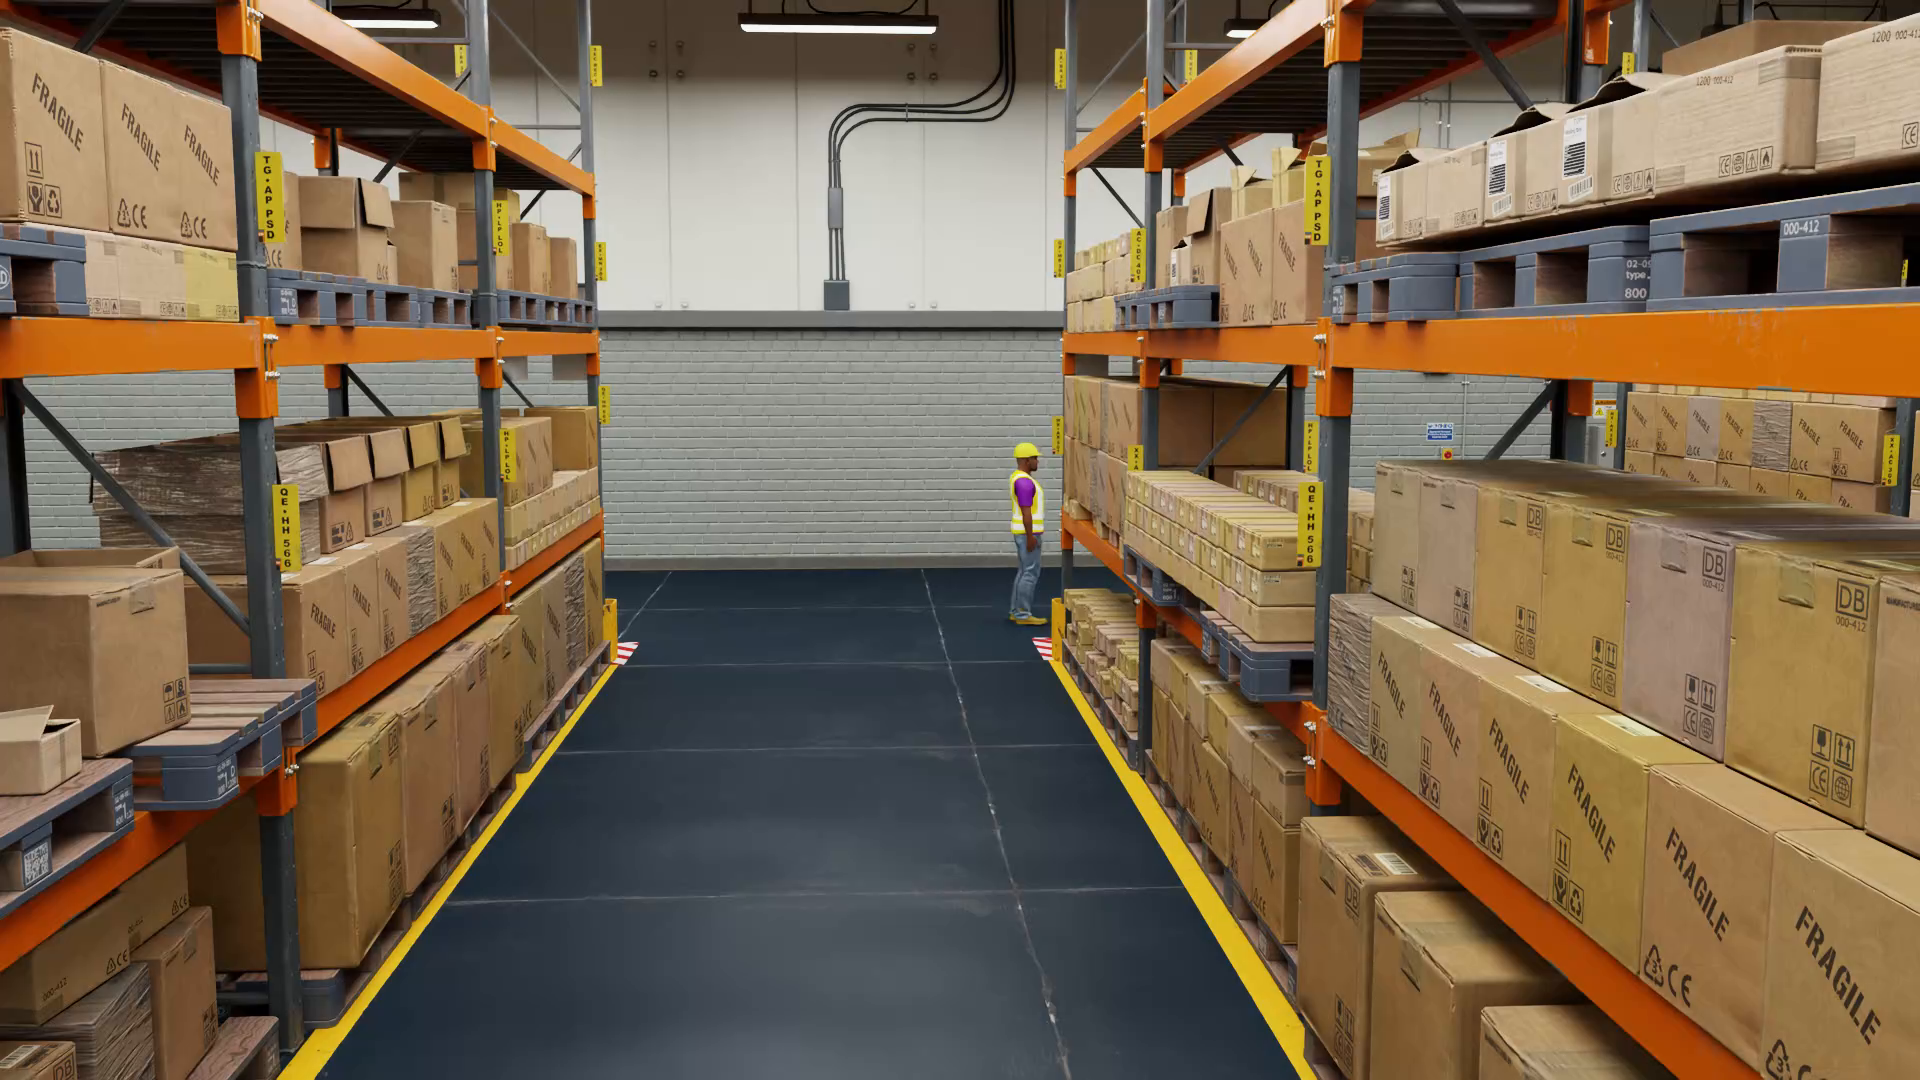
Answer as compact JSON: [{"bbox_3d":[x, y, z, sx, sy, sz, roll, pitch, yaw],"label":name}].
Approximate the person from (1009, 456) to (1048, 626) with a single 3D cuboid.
[{"bbox_3d":[0.663,-0.035,16.192,0.365,1.748,0.562,0,7,-2],"label":"person"}]
